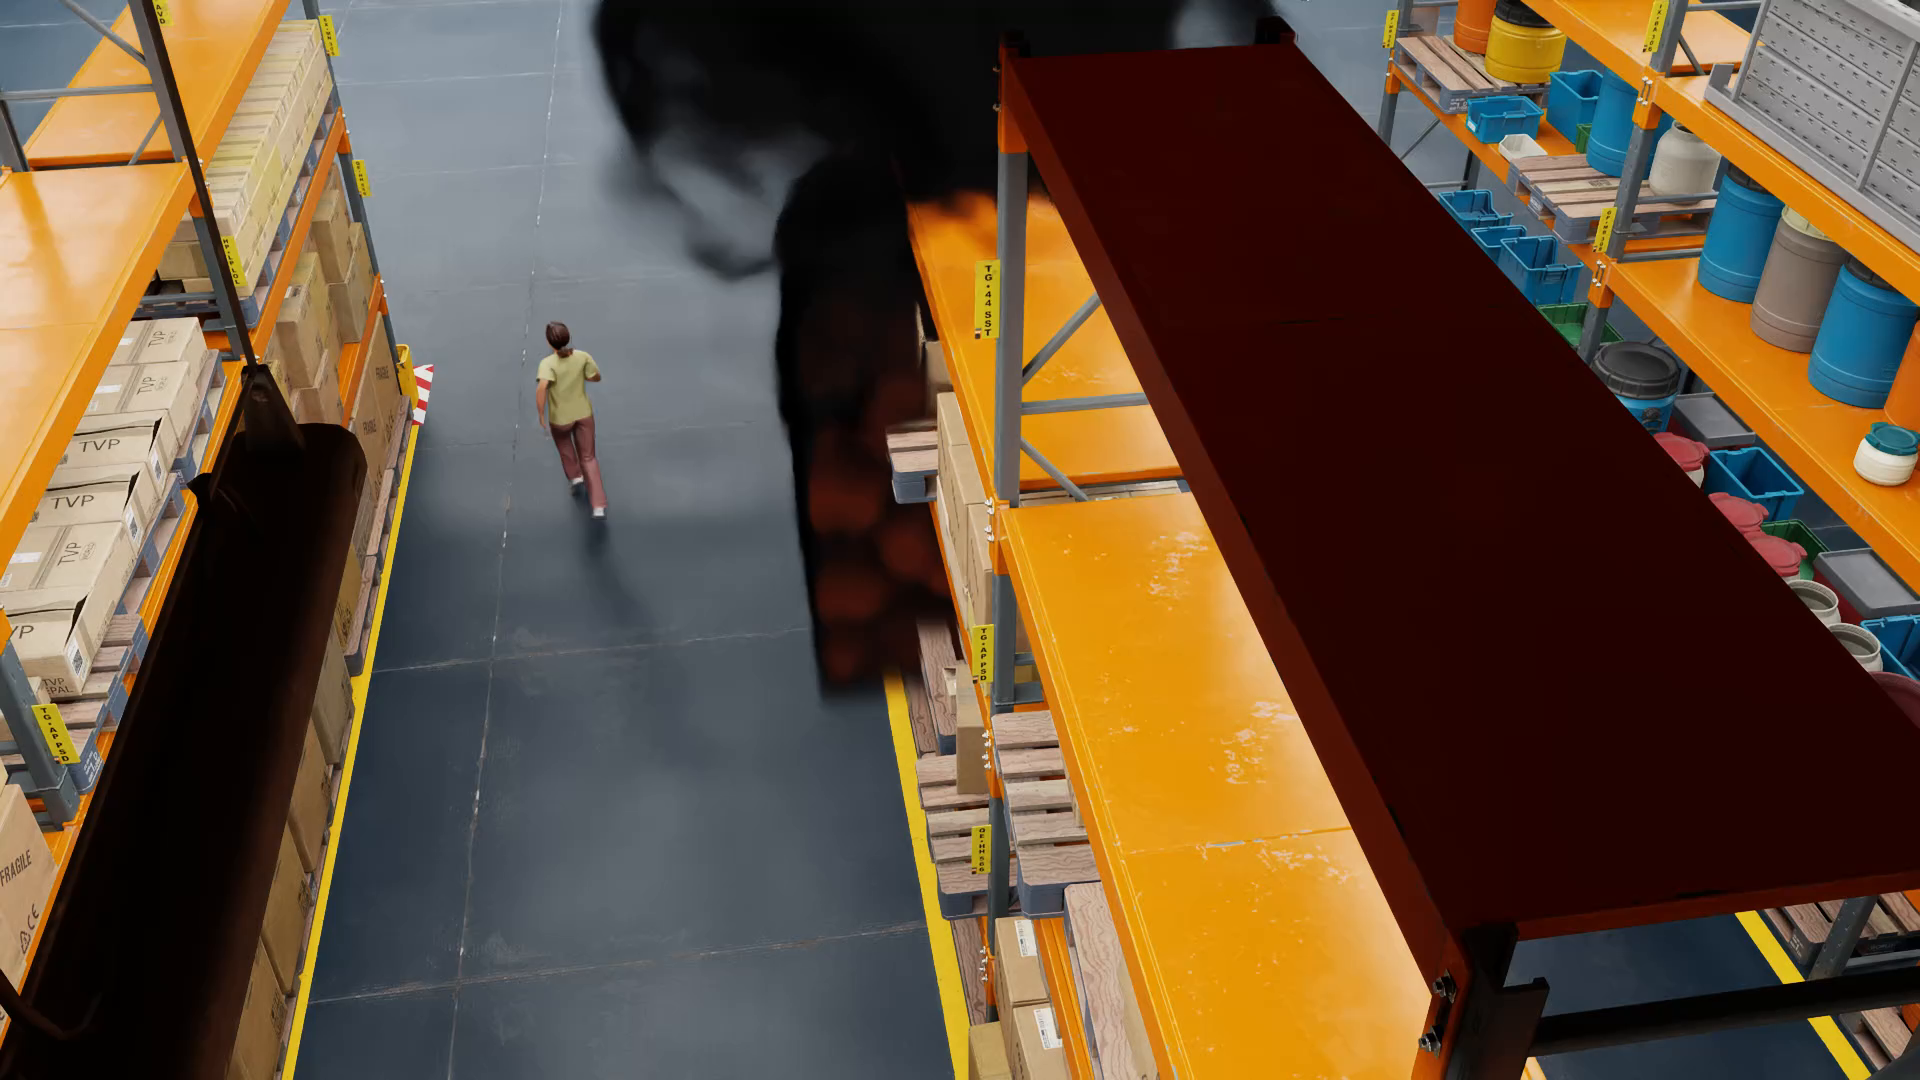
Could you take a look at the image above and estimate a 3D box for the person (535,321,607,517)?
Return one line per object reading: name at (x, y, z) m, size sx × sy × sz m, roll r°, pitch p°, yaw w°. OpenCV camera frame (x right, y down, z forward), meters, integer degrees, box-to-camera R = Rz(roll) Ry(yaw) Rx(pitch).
person at (-3.087, -0.931, 13.325) m, size 0.599 × 1.707 × 0.896 m, roll -19°, pitch 40°, yaw -23°
